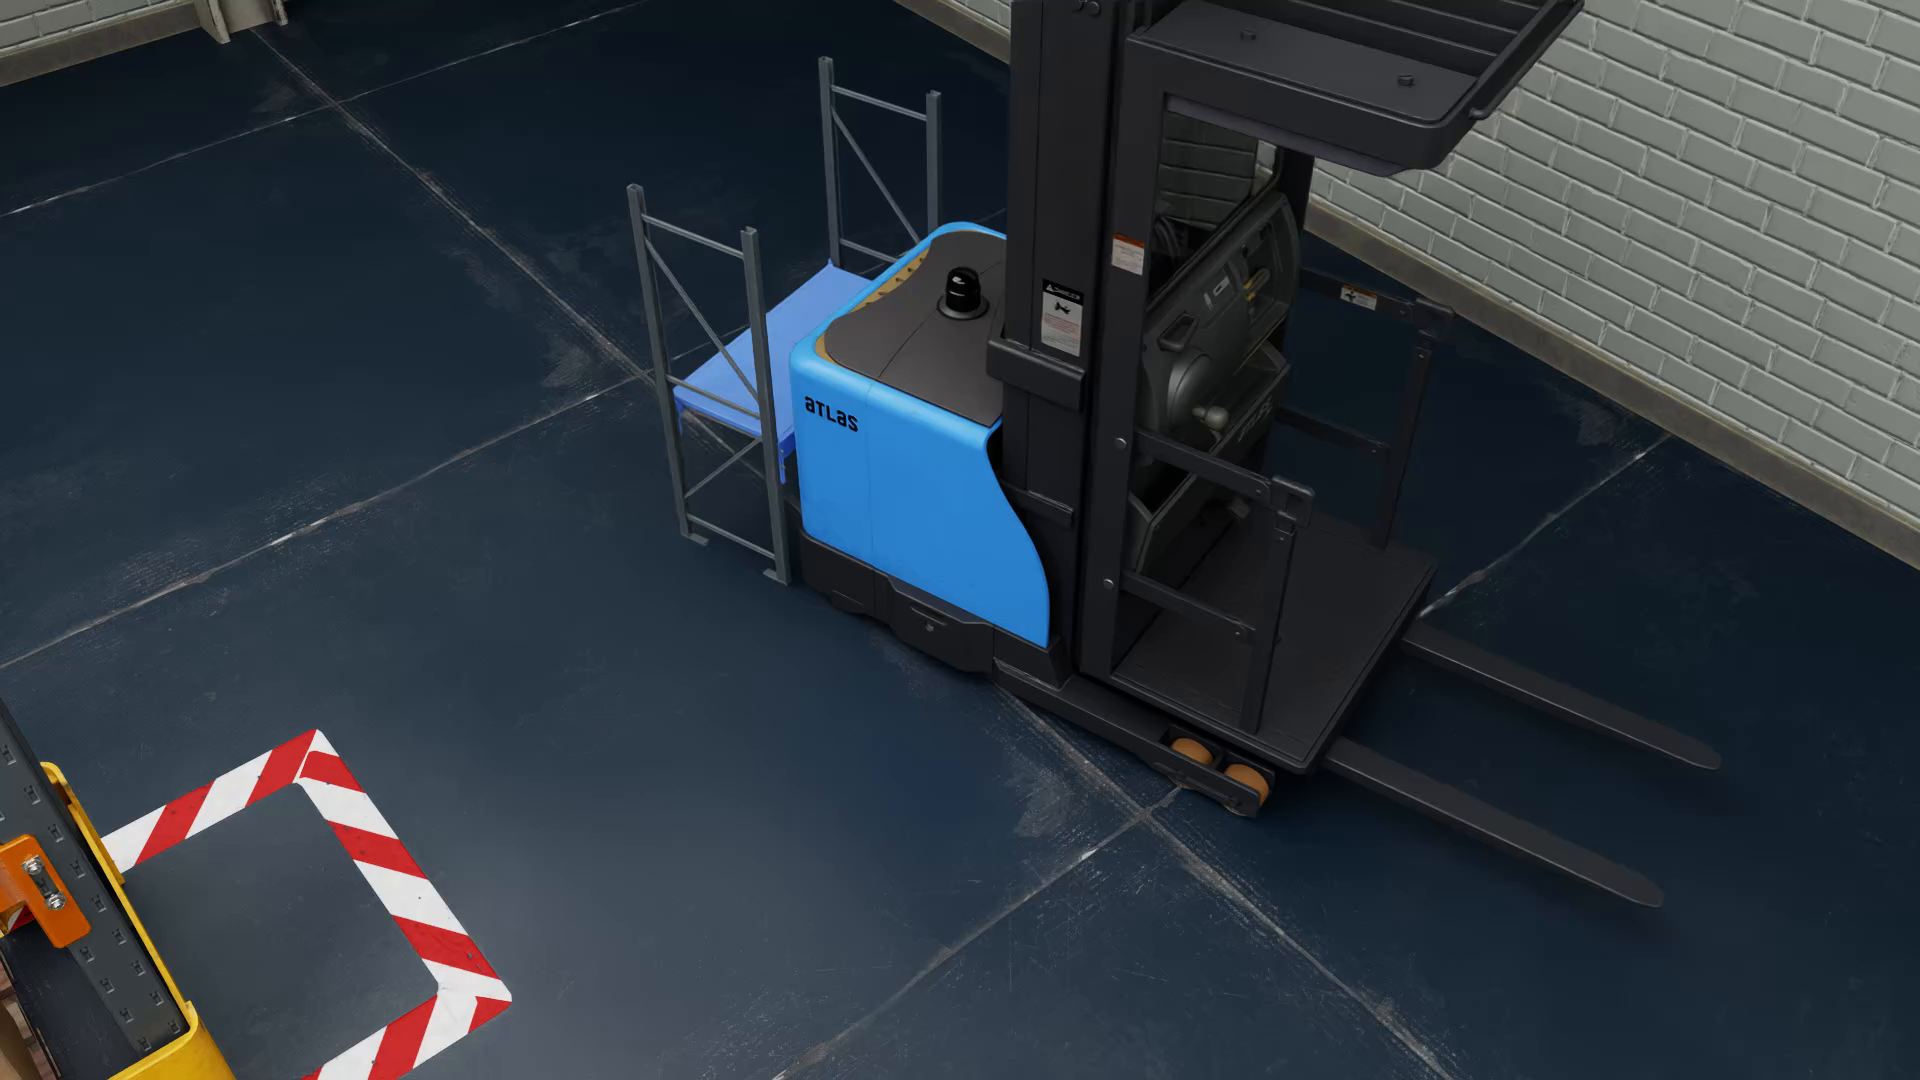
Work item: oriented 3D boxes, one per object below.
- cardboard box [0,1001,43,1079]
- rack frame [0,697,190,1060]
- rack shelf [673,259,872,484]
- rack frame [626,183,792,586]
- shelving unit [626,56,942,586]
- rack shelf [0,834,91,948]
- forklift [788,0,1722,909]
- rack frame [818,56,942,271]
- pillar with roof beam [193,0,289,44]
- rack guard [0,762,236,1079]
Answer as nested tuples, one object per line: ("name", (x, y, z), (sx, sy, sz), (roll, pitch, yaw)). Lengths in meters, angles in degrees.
("cardboard box", (-2.611, 1.366, 4.109), (0.500, 0.500, 0.500), (-30, 51, -28))
("rack frame", (-2.352, 0.247, 3.796), (0.127, 3.000, 1.000), (-30, 51, -28))
("rack shelf", (-0.558, -0.642, 6.101), (0.538, 0.185, 1.000), (24, 48, 23))
("rack frame", (-0.834, -0.481, 5.666), (0.500, 1.500, 0.032), (24, 48, 23))
("shelving unit", (-0.558, -0.773, 5.977), (0.538, 1.500, 1.048), (24, 48, 23))
("rack shelf", (-3.886, 1.388, 3.107), (4.000, 0.370, 1.077), (-30, 51, -28))
("forklift", (0.940, -0.608, 4.756), (3.031, 2.935, 1.130), (24, 48, 24))
("rack frame", (-0.282, -1.065, 6.288), (0.500, 1.500, 0.032), (24, 48, 23))
("pillar with roof beam", (-1.255, -3.919, 3.850), (0.400, 9.000, 9.100), (-30, 51, -28))
("rack guard", (-2.411, 1.191, 4.616), (0.348, 0.500, 1.175), (-30, 51, -28))
